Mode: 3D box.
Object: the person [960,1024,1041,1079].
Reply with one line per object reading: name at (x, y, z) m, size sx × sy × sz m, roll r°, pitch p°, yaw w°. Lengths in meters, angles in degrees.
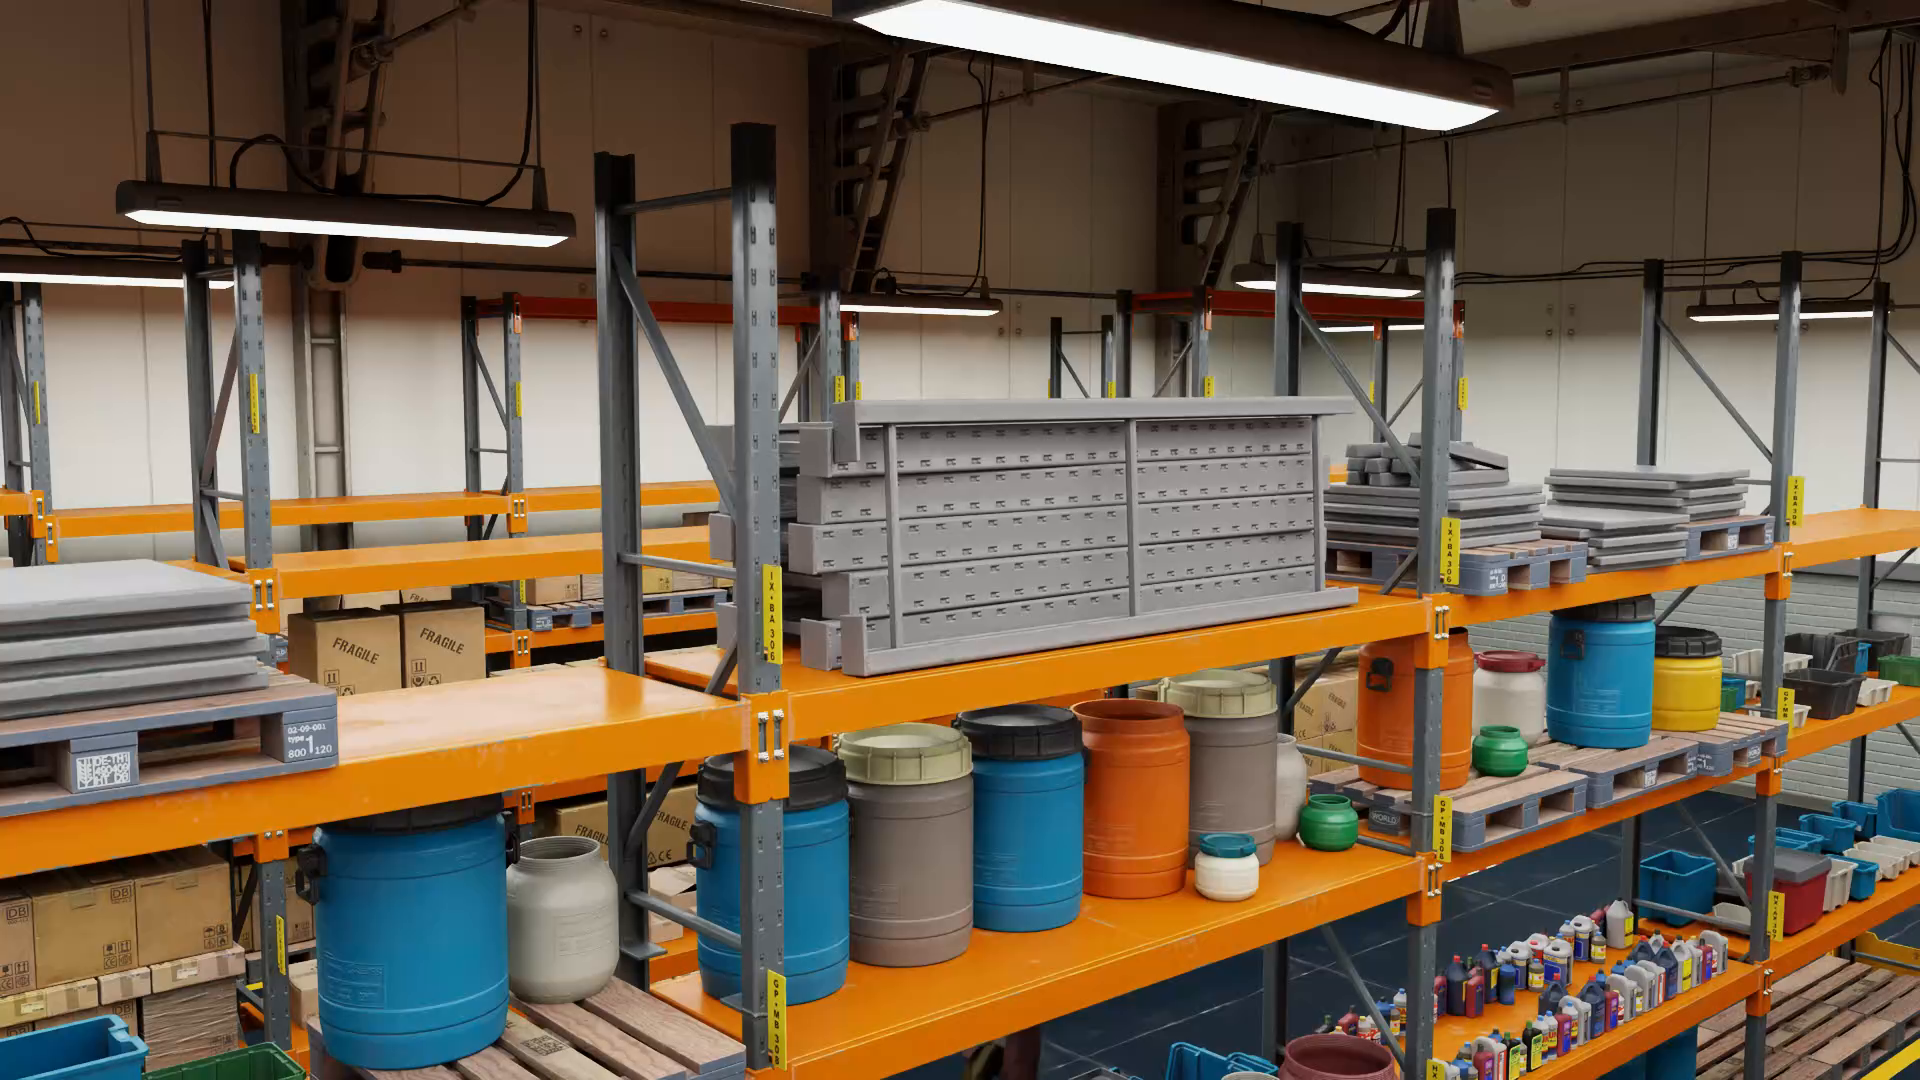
person at (0.308, 3.264, 10.892) m, size 0.706 × 1.737 × 0.705 m, roll 4°, pitch 7°, yaw 37°
